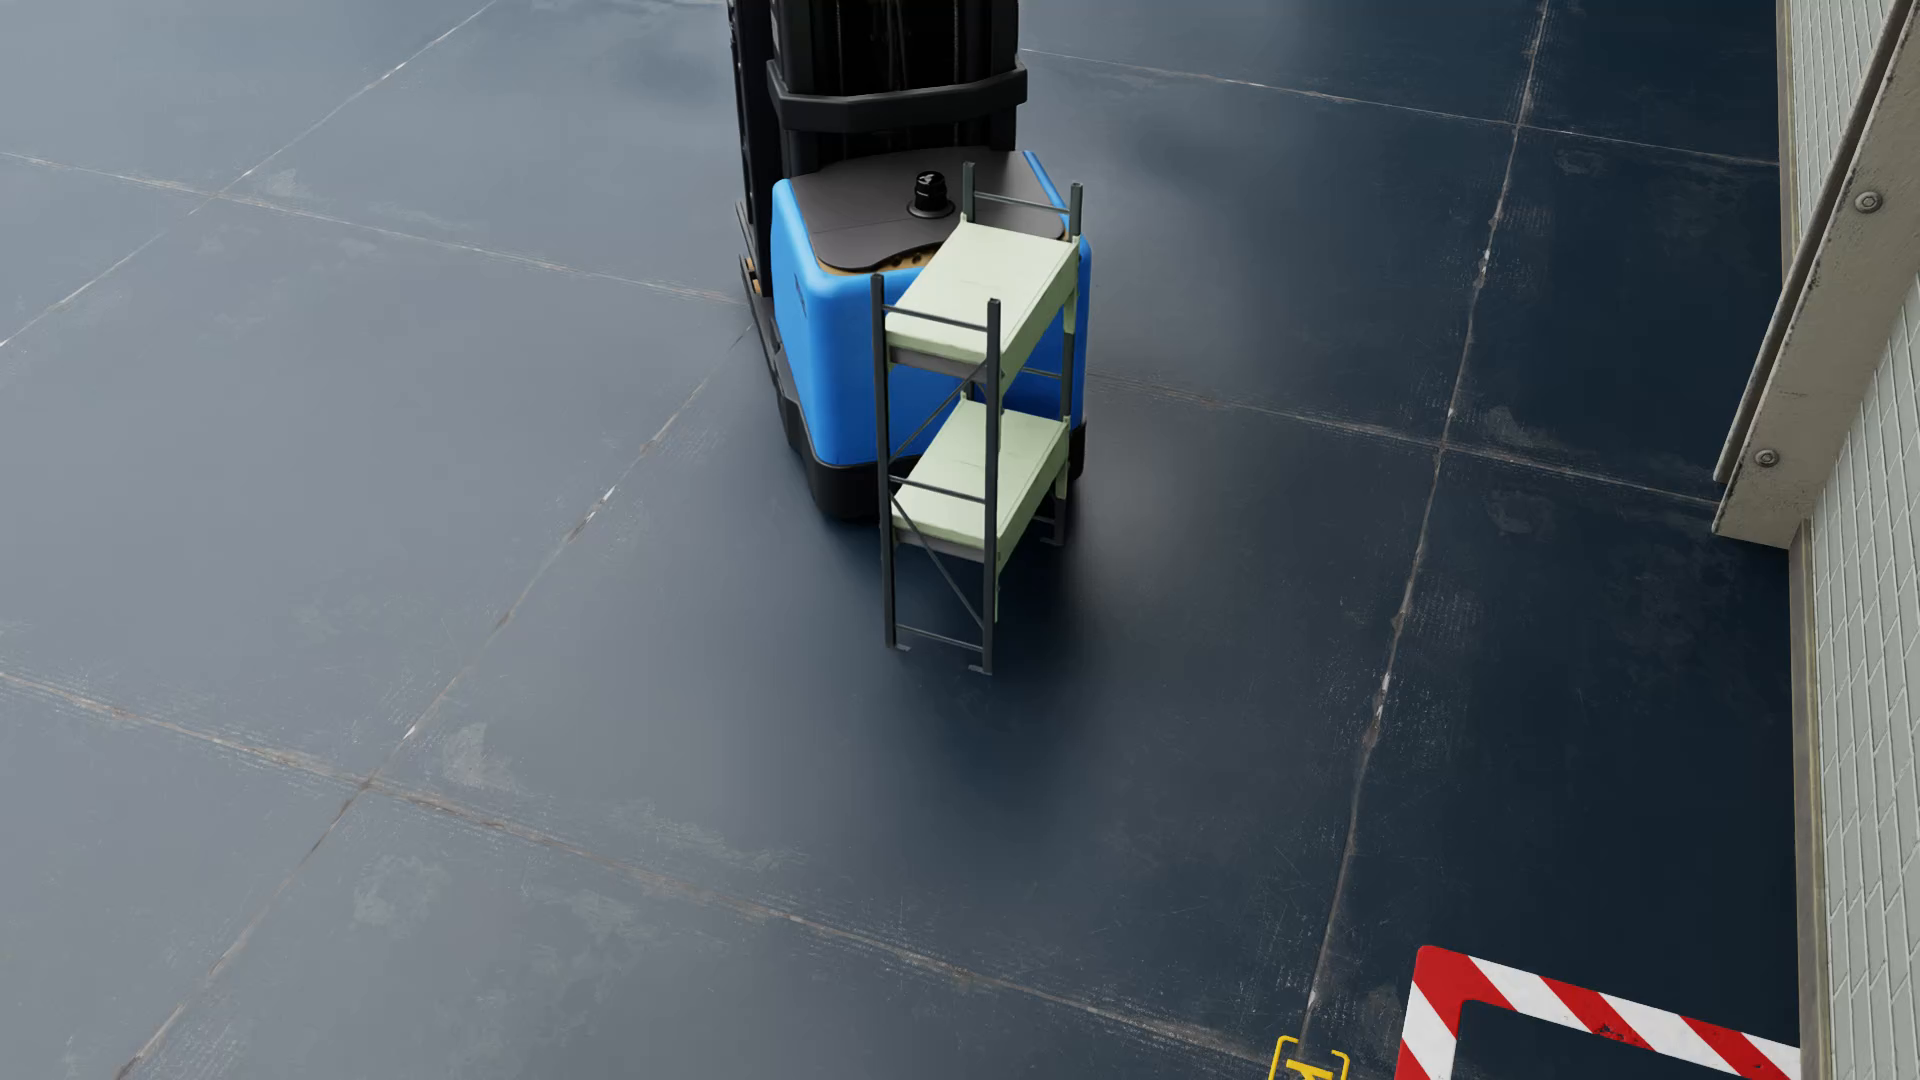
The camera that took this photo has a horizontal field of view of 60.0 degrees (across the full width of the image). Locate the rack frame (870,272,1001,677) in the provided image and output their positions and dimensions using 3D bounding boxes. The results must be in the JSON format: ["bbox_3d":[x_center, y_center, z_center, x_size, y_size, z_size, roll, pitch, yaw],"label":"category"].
[{"bbox_3d":[-0.072,-0.157,5.278,0.400,1.500,0.023,15,43,16],"label":"rack frame"}]

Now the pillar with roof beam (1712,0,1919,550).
[{"bbox_3d":[-0.993,-4.491,4.580,9.100,9.000,0.400,13,42,15],"label":"pillar with roof beam"}]

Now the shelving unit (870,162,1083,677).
[{"bbox_3d":[0.064,-0.377,5.537,0.431,1.500,0.755,15,43,16],"label":"shelving unit"}]

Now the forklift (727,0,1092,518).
[{"bbox_3d":[-0.373,-2.162,6.526,1.130,2.935,3.031,-9,41,-11],"label":"forklift"}]

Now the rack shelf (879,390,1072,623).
[{"bbox_3d":[0.064,-0.129,5.748,0.431,0.370,0.720,15,43,16],"label":"rack shelf"}]

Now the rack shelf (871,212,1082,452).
[{"bbox_3d":[0.064,-0.674,5.283,0.431,0.370,0.720,15,43,16],"label":"rack shelf"}]

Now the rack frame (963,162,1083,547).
[{"bbox_3d":[0.200,-0.598,5.795,0.400,1.500,0.023,15,43,16],"label":"rack frame"}]
